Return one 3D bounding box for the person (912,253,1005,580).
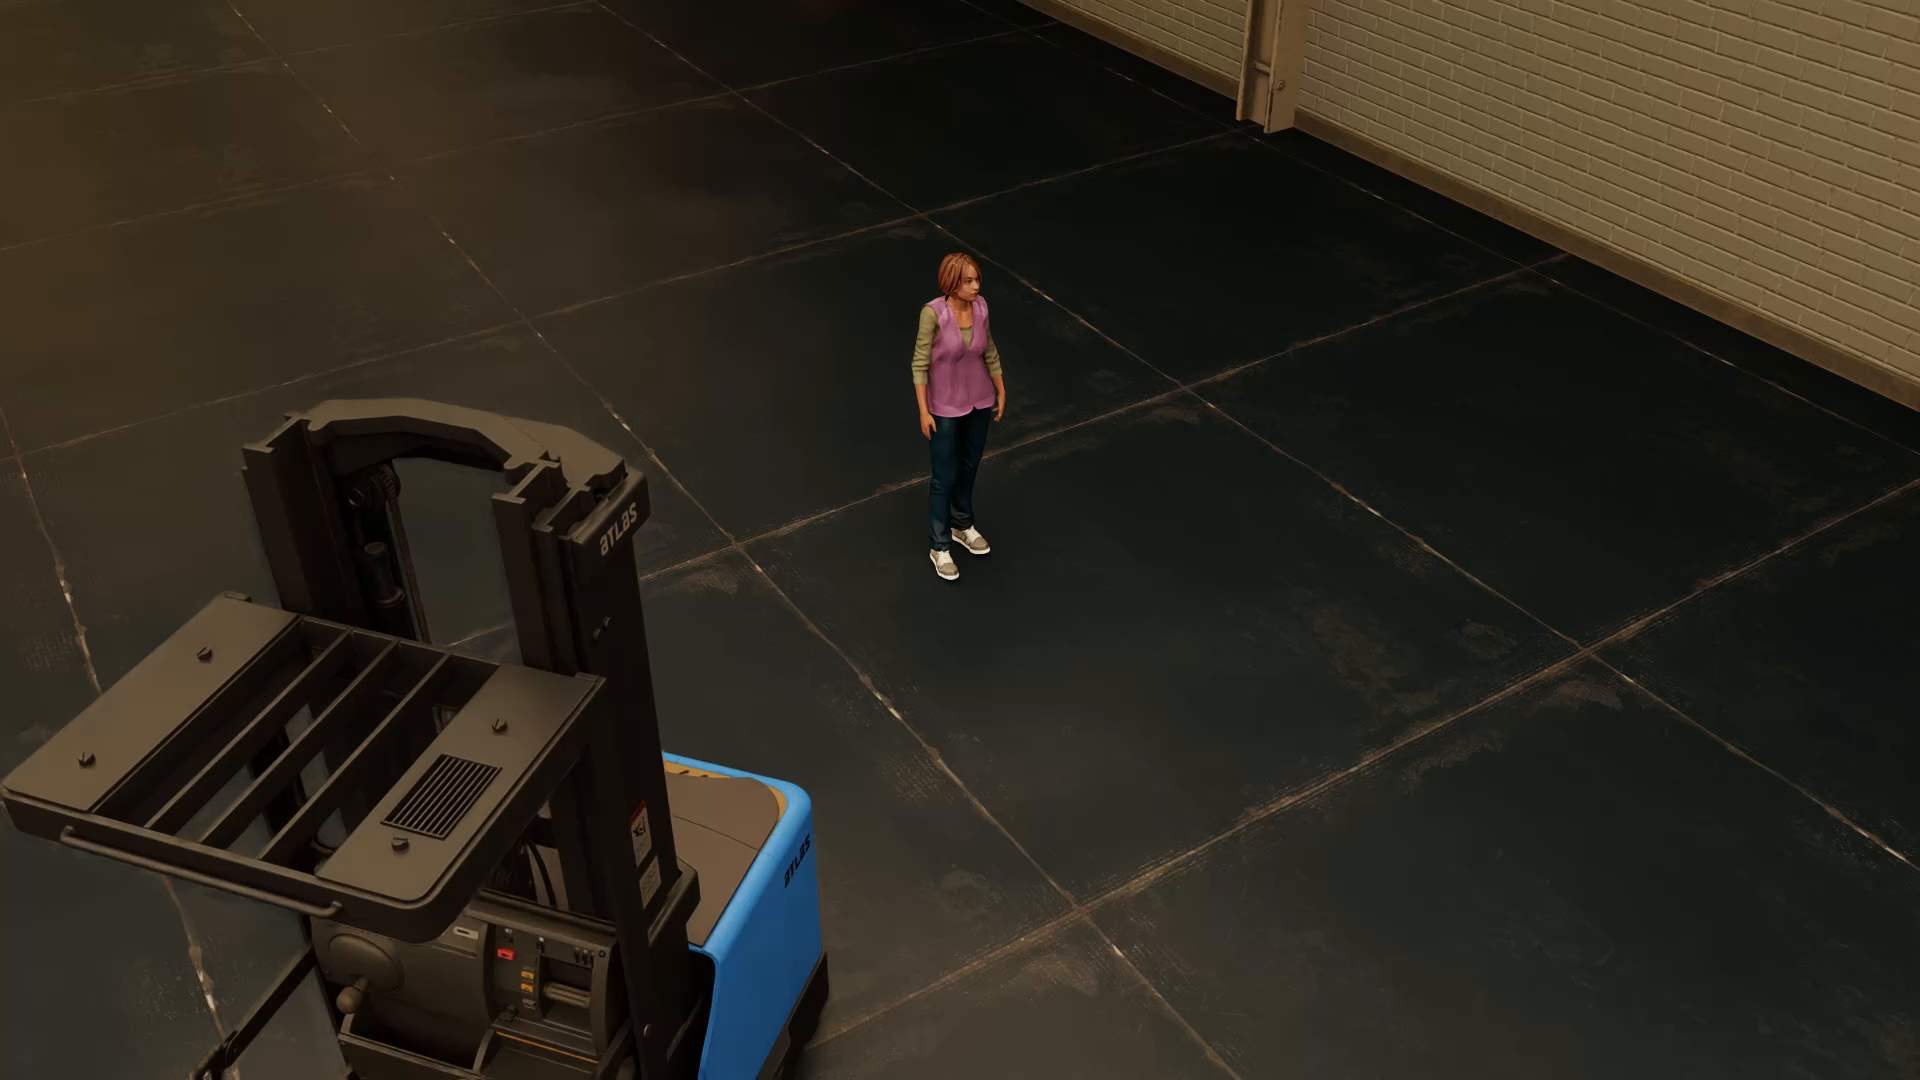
[{"bbox_3d":[0.029,-0.619,8.176,0.520,1.599,0.473,-21,40,-27],"label":"person"}]

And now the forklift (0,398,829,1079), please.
[{"bbox_3d":[-1.440,1.231,4.396,1.130,2.935,3.031,11,37,15],"label":"forklift"}]
